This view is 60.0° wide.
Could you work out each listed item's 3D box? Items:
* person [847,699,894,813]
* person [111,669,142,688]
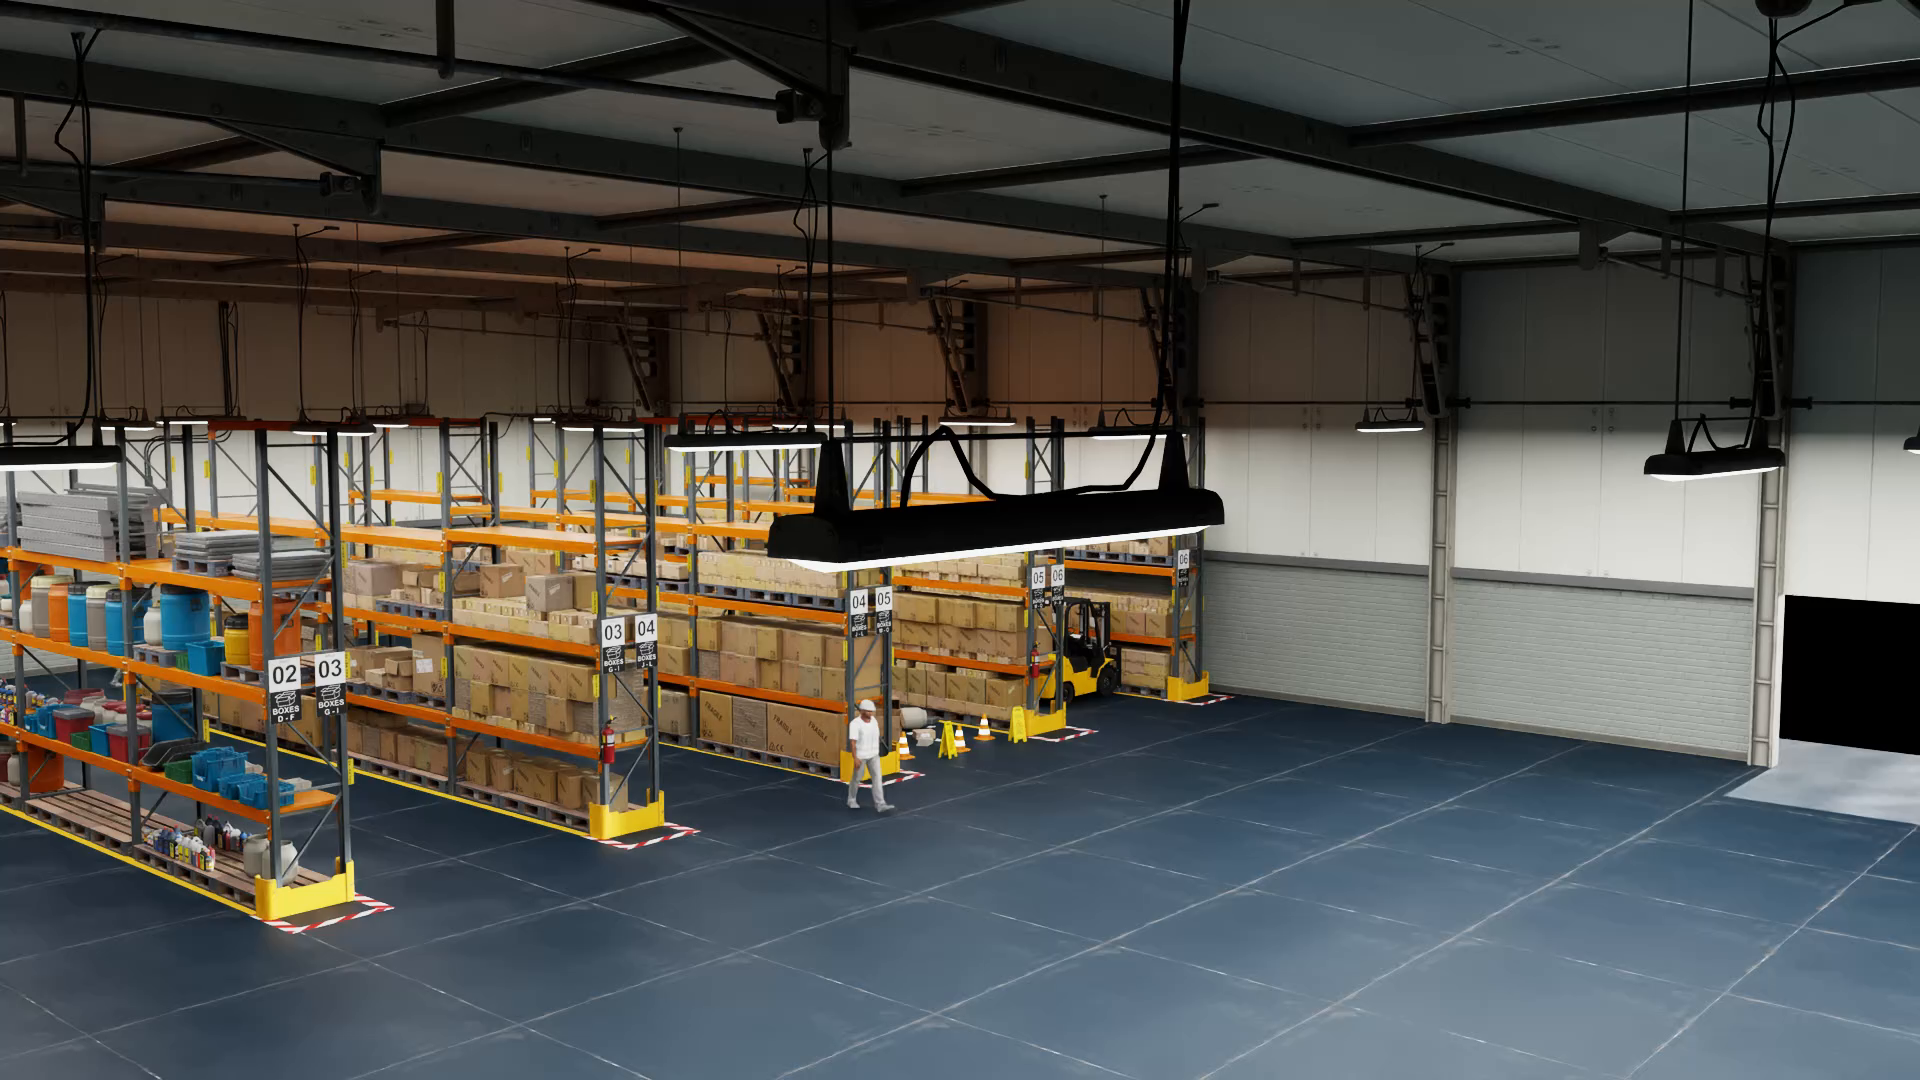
[{"bbox_3d":[-1.419,3.328,25.644,0.626,1.739,0.924,-4,6,-41],"label":"person"},{"bbox_3d":[-18.237,2.465,36.552,1.068,1.605,0.522,1,5,7],"label":"person"}]
